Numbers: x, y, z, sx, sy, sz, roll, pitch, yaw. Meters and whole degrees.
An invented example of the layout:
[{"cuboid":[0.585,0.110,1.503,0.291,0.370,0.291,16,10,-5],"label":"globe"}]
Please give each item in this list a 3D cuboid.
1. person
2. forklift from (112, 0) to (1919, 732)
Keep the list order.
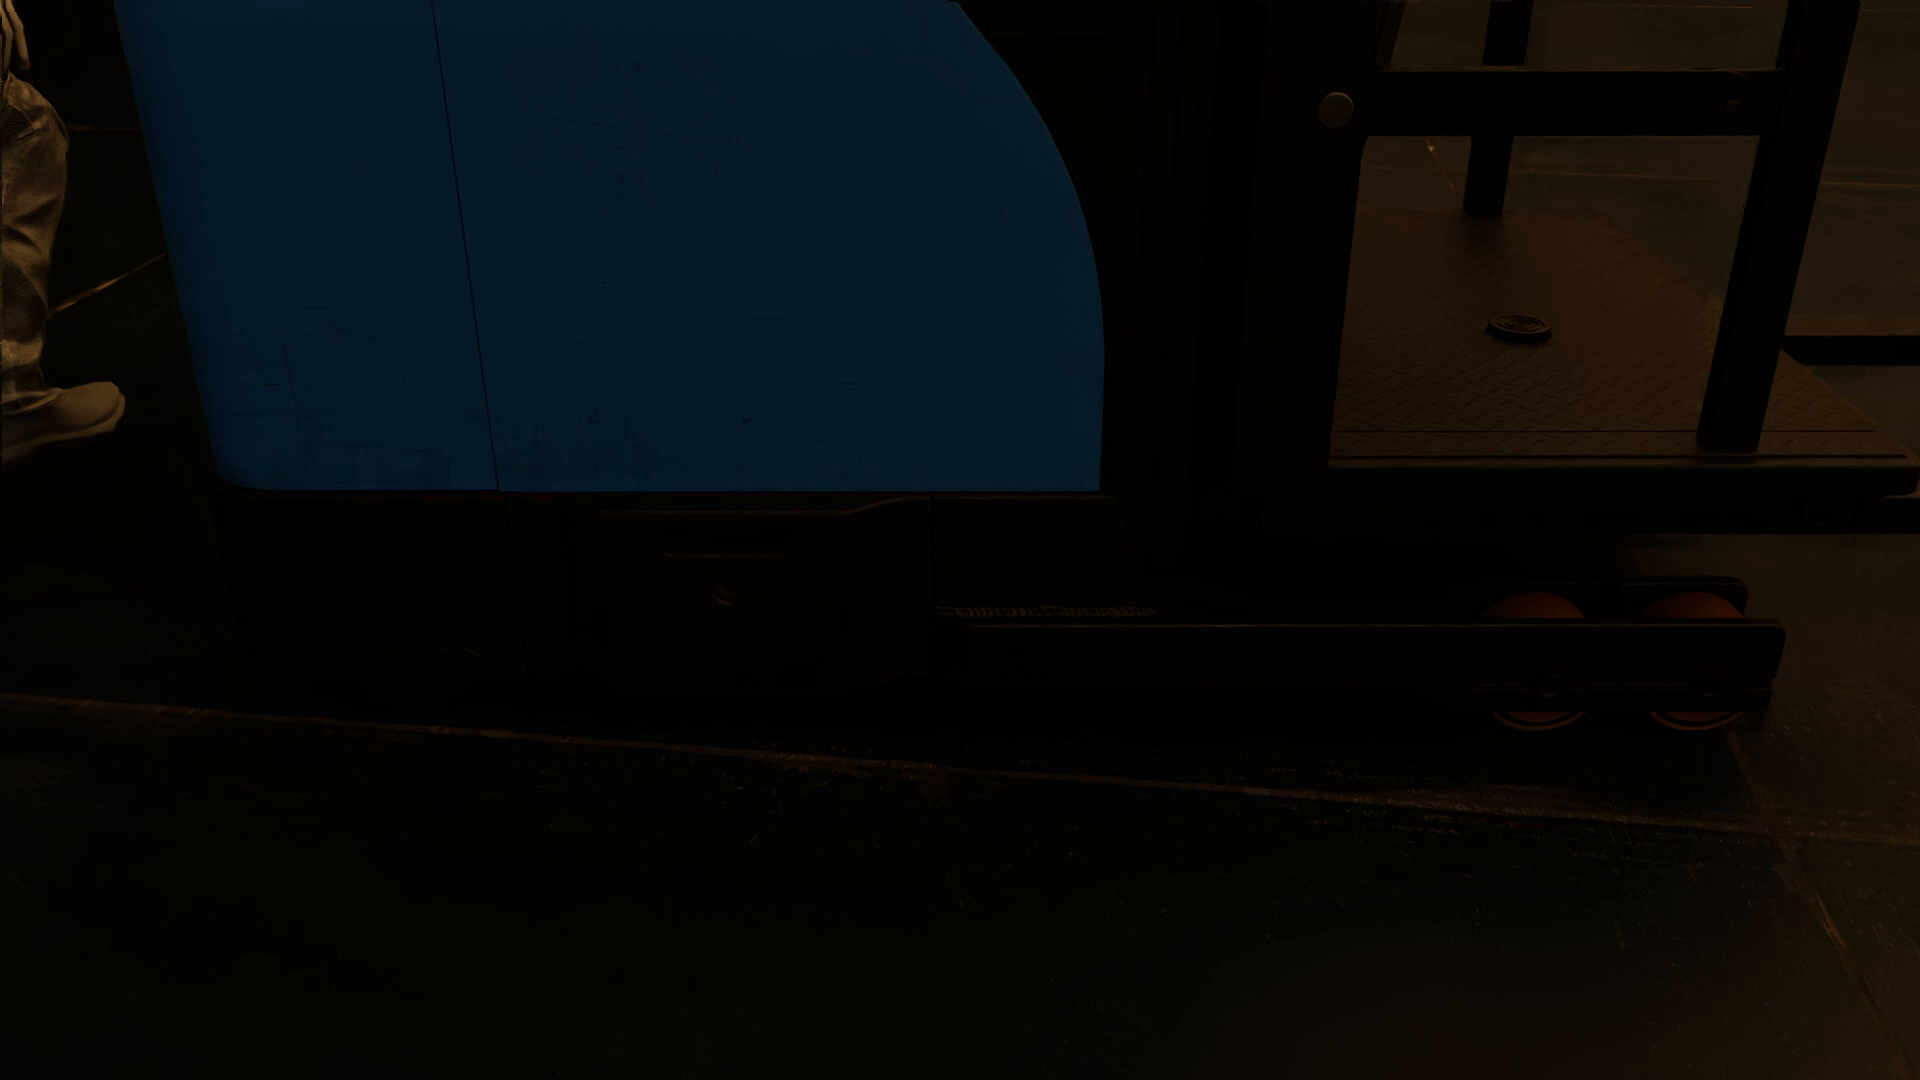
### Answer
[{"cuboid":[-1.789,-0.762,2.211,1.012,1.651,0.661,2,27,3],"label":"person"},{"cuboid":[0.613,-1.317,1.856,3.031,2.935,1.130,0,27,0],"label":"forklift"}]
